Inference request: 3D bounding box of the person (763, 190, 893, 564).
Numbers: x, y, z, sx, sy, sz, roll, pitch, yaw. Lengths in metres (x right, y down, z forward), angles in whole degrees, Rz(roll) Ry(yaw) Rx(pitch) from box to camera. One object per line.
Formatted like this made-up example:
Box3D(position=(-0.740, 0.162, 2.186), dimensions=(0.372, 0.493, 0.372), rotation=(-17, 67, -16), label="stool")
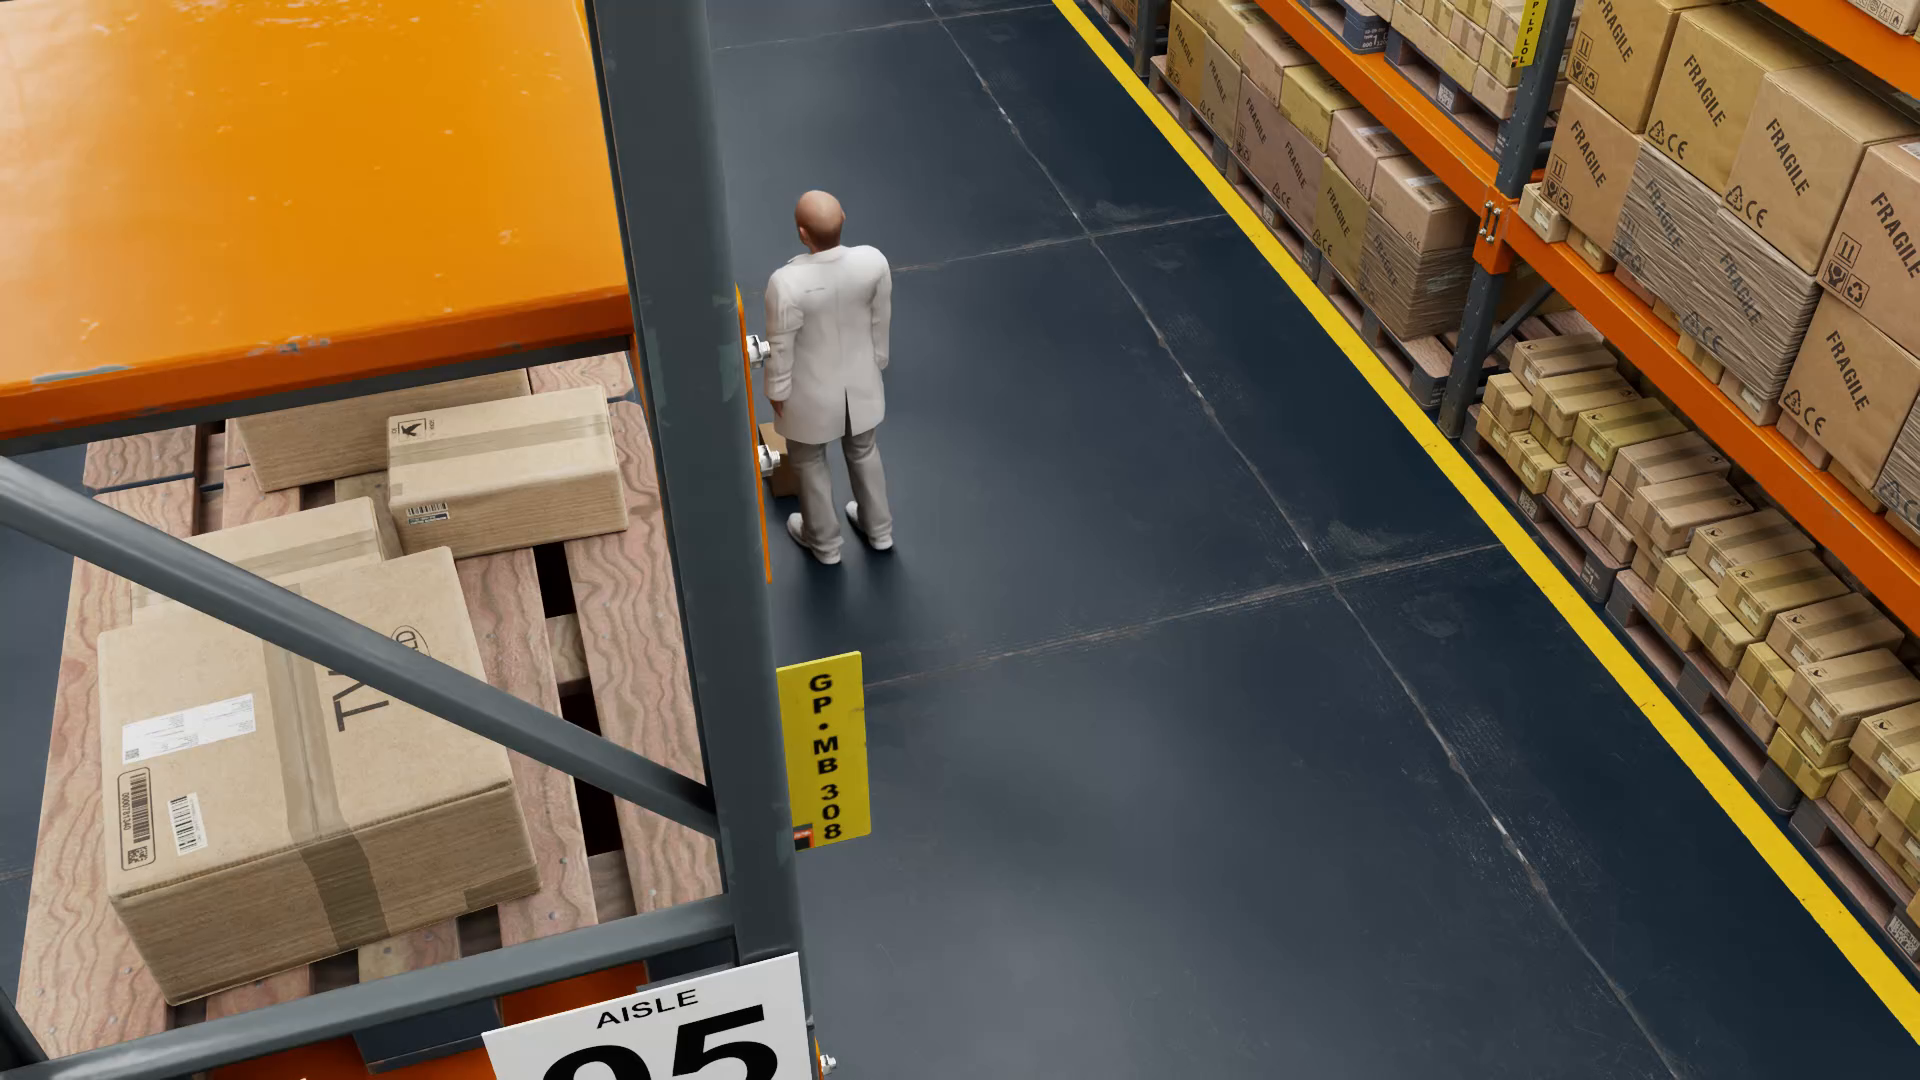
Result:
Box3D(position=(-0.554, -0.666, 6.935), dimensions=(0.558, 1.790, 0.412), rotation=(-21, 46, -22), label="person")
